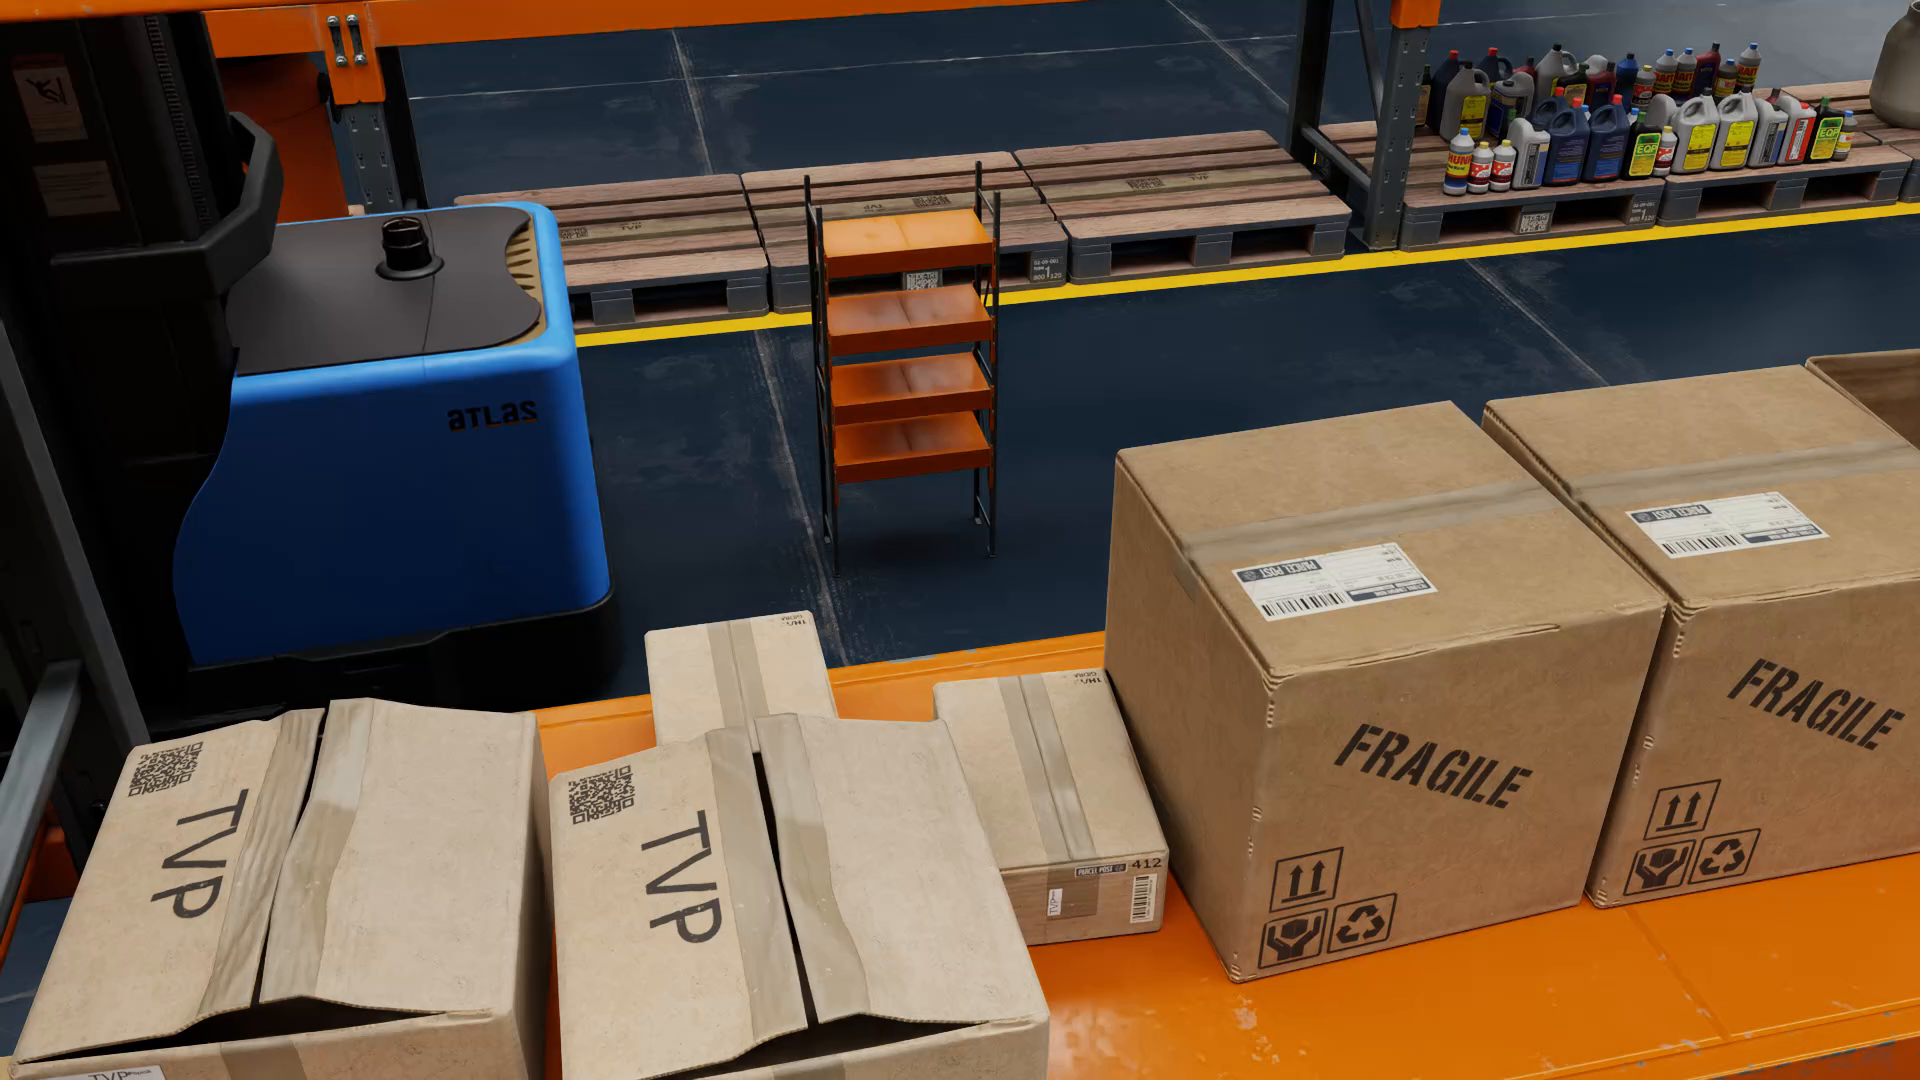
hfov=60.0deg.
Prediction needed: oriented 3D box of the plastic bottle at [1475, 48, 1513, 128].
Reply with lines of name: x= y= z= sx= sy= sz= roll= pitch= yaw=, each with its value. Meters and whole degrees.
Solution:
plastic bottle: x=2.444 y=-2.089 z=7.653 sx=0.185 sy=0.351 sz=0.144 roll=-9 pitch=35 yaw=-13

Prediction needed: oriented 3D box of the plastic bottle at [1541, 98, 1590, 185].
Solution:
plastic bottle: x=2.571 y=-1.703 z=7.079 sx=0.185 sy=0.351 sz=0.144 roll=-6 pitch=34 yaw=-9

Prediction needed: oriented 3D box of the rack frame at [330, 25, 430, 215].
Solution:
rack frame: x=-2.209 y=-2.255 z=5.918 sx=0.127 sy=3.000 sz=1.000 roll=-7 pitch=35 yaw=-11

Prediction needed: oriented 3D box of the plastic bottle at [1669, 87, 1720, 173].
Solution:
plastic bottle: x=3.170 y=-1.779 z=7.191 sx=0.185 sy=0.351 sz=0.144 roll=-7 pitch=35 yaw=-11

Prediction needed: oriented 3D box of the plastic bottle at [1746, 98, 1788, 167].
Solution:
plastic bottle: x=3.512 y=-1.793 z=7.279 sx=0.135 sy=0.276 sz=0.152 roll=-8 pitch=35 yaw=-12

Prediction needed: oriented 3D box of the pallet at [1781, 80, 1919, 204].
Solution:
pallet: x=4.737 y=-1.949 z=7.964 sx=1.213 sy=0.211 sz=1.003 roll=-7 pitch=35 yaw=-11

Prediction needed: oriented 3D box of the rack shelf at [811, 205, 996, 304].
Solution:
rack shelf: x=-0.161 y=-0.804 z=4.666 sx=0.480 sy=0.148 sz=0.258 roll=-7 pitch=35 yaw=-11

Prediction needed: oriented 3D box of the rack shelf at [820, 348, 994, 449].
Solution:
rack shelf: x=-0.161 y=-0.422 z=4.923 sx=0.480 sy=0.148 sz=0.258 roll=-7 pitch=35 yaw=-11

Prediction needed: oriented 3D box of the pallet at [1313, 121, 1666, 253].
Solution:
pallet: x=2.357 y=-1.649 z=7.517 sx=1.213 sy=0.211 sz=1.003 roll=-7 pitch=35 yaw=-11

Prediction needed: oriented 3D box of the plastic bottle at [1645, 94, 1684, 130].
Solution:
plastic bottle: x=3.113 y=-1.825 z=7.327 sx=0.135 sy=0.276 sz=0.152 roll=-7 pitch=35 yaw=-11

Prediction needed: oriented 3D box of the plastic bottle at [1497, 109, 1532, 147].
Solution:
plastic bottle: x=2.385 y=-1.715 z=7.156 sx=0.133 sy=0.283 sz=0.061 roll=-7 pitch=35 yaw=-11

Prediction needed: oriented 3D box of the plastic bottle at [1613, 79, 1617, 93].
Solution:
plastic bottle: x=3.028 y=-2.114 z=7.824 sx=0.097 sy=0.201 sz=0.097 roll=0 pitch=34 yaw=0

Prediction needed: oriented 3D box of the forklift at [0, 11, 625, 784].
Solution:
forklift: x=-2.508 y=-0.850 z=3.886 sx=3.031 sy=2.935 sz=1.130 roll=-8 pitch=35 yaw=-12

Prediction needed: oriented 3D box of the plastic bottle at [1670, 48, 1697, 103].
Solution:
plastic bottle: x=3.423 y=-2.193 z=7.879 sx=0.097 sy=0.271 sz=0.097 roll=0 pitch=34 yaw=0

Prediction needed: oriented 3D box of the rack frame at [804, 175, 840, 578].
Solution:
rack frame: x=-0.399 y=-0.448 z=4.841 sx=0.015 sy=1.200 sz=0.240 roll=-7 pitch=35 yaw=-11

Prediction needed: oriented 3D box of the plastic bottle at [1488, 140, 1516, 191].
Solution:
plastic bottle: x=2.298 y=-1.593 z=7.049 sx=0.097 sy=0.201 sz=0.097 roll=0 pitch=34 yaw=0

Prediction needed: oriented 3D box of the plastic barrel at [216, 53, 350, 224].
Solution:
plastic barrel: x=-2.682 y=-1.459 z=6.303 sx=0.708 sy=0.830 sz=0.600 roll=-7 pitch=35 yaw=-11

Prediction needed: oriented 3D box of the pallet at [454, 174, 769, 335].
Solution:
pallet: x=-1.445 y=-1.171 z=6.806 sx=1.213 sy=0.211 sz=1.003 roll=-7 pitch=35 yaw=-11

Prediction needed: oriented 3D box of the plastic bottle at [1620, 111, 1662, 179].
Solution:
plastic bottle: x=2.926 y=-1.696 z=7.128 sx=0.133 sy=0.283 sz=0.061 roll=-6 pitch=34 yaw=-8

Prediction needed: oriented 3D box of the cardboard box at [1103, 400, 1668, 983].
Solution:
cardboard box: x=0.513 y=0.181 z=2.199 sx=0.500 sy=0.500 sz=0.500 roll=-9 pitch=35 yaw=-13

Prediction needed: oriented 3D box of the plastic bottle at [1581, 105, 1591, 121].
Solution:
plastic bottle: x=2.686 y=-1.754 z=7.225 sx=0.097 sy=0.271 sz=0.097 roll=0 pitch=34 yaw=0

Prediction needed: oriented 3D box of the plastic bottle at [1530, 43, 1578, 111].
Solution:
plastic bottle: x=2.759 y=-2.129 z=7.712 sx=0.185 sy=0.351 sz=0.144 roll=-7 pitch=35 yaw=-11

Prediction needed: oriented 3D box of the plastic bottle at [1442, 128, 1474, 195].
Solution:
plastic bottle: x=2.100 y=-1.597 z=6.992 sx=0.097 sy=0.271 sz=0.097 roll=0 pitch=34 yaw=0

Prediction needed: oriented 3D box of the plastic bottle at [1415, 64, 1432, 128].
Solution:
plastic bottle: x=2.089 y=-2.040 z=7.641 sx=0.133 sy=0.283 sz=0.061 roll=-6 pitch=34 yaw=-8

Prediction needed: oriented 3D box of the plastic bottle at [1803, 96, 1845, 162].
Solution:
plastic bottle: x=3.790 y=-1.805 z=7.291 sx=0.133 sy=0.283 sz=0.061 roll=-6 pitch=34 yaw=-9

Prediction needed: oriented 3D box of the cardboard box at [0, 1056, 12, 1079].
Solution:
cardboard box: x=-1.627 y=1.193 z=2.628 sx=0.500 sy=0.500 sz=0.500 roll=-6 pitch=34 yaw=-9

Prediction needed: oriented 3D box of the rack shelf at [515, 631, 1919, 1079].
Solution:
rack shelf: x=0.831 y=0.490 z=2.473 sx=4.000 sy=0.370 sz=1.077 roll=-7 pitch=35 yaw=-11

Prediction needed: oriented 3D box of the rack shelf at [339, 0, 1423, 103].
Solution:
rack shelf: x=-0.258 y=-2.202 z=6.485 sx=4.000 sy=0.370 sz=1.077 roll=-7 pitch=35 yaw=-11

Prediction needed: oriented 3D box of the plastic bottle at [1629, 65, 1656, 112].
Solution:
plastic bottle: x=3.228 y=-2.139 z=7.862 sx=0.097 sy=0.201 sz=0.097 roll=0 pitch=34 yaw=0

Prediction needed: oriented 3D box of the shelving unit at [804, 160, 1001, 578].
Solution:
shelving unit: x=-0.161 y=-0.478 z=4.885 sx=0.503 sy=1.200 sz=0.258 roll=-7 pitch=35 yaw=-11

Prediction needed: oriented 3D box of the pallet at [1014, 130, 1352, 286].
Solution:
pallet: x=0.935 y=-1.471 z=7.253 sx=1.213 sy=0.211 sz=1.003 roll=-7 pitch=35 yaw=-11

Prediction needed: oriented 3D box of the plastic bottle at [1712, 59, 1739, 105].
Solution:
plastic bottle: x=3.656 y=-2.193 z=7.942 sx=0.097 sy=0.201 sz=0.097 roll=0 pitch=34 yaw=0

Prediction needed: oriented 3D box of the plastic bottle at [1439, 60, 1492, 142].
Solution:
plastic bottle: x=2.289 y=-1.987 z=7.501 sx=0.185 sy=0.351 sz=0.144 roll=-7 pitch=35 yaw=-11

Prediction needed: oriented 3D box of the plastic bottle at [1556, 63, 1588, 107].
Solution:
plastic bottle: x=2.807 y=-2.048 z=7.653 sx=0.133 sy=0.283 sz=0.061 roll=-7 pitch=35 yaw=-11

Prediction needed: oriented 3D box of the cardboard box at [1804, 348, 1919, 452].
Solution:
cardboard box: x=1.515 y=0.055 z=2.387 sx=0.500 sy=0.500 sz=0.500 roll=-5 pitch=34 yaw=-7

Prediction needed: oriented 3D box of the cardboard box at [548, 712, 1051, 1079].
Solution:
cardboard box: x=-0.205 y=0.470 z=1.938 sx=0.500 sy=0.311 sz=0.500 roll=-8 pitch=35 yaw=-11
